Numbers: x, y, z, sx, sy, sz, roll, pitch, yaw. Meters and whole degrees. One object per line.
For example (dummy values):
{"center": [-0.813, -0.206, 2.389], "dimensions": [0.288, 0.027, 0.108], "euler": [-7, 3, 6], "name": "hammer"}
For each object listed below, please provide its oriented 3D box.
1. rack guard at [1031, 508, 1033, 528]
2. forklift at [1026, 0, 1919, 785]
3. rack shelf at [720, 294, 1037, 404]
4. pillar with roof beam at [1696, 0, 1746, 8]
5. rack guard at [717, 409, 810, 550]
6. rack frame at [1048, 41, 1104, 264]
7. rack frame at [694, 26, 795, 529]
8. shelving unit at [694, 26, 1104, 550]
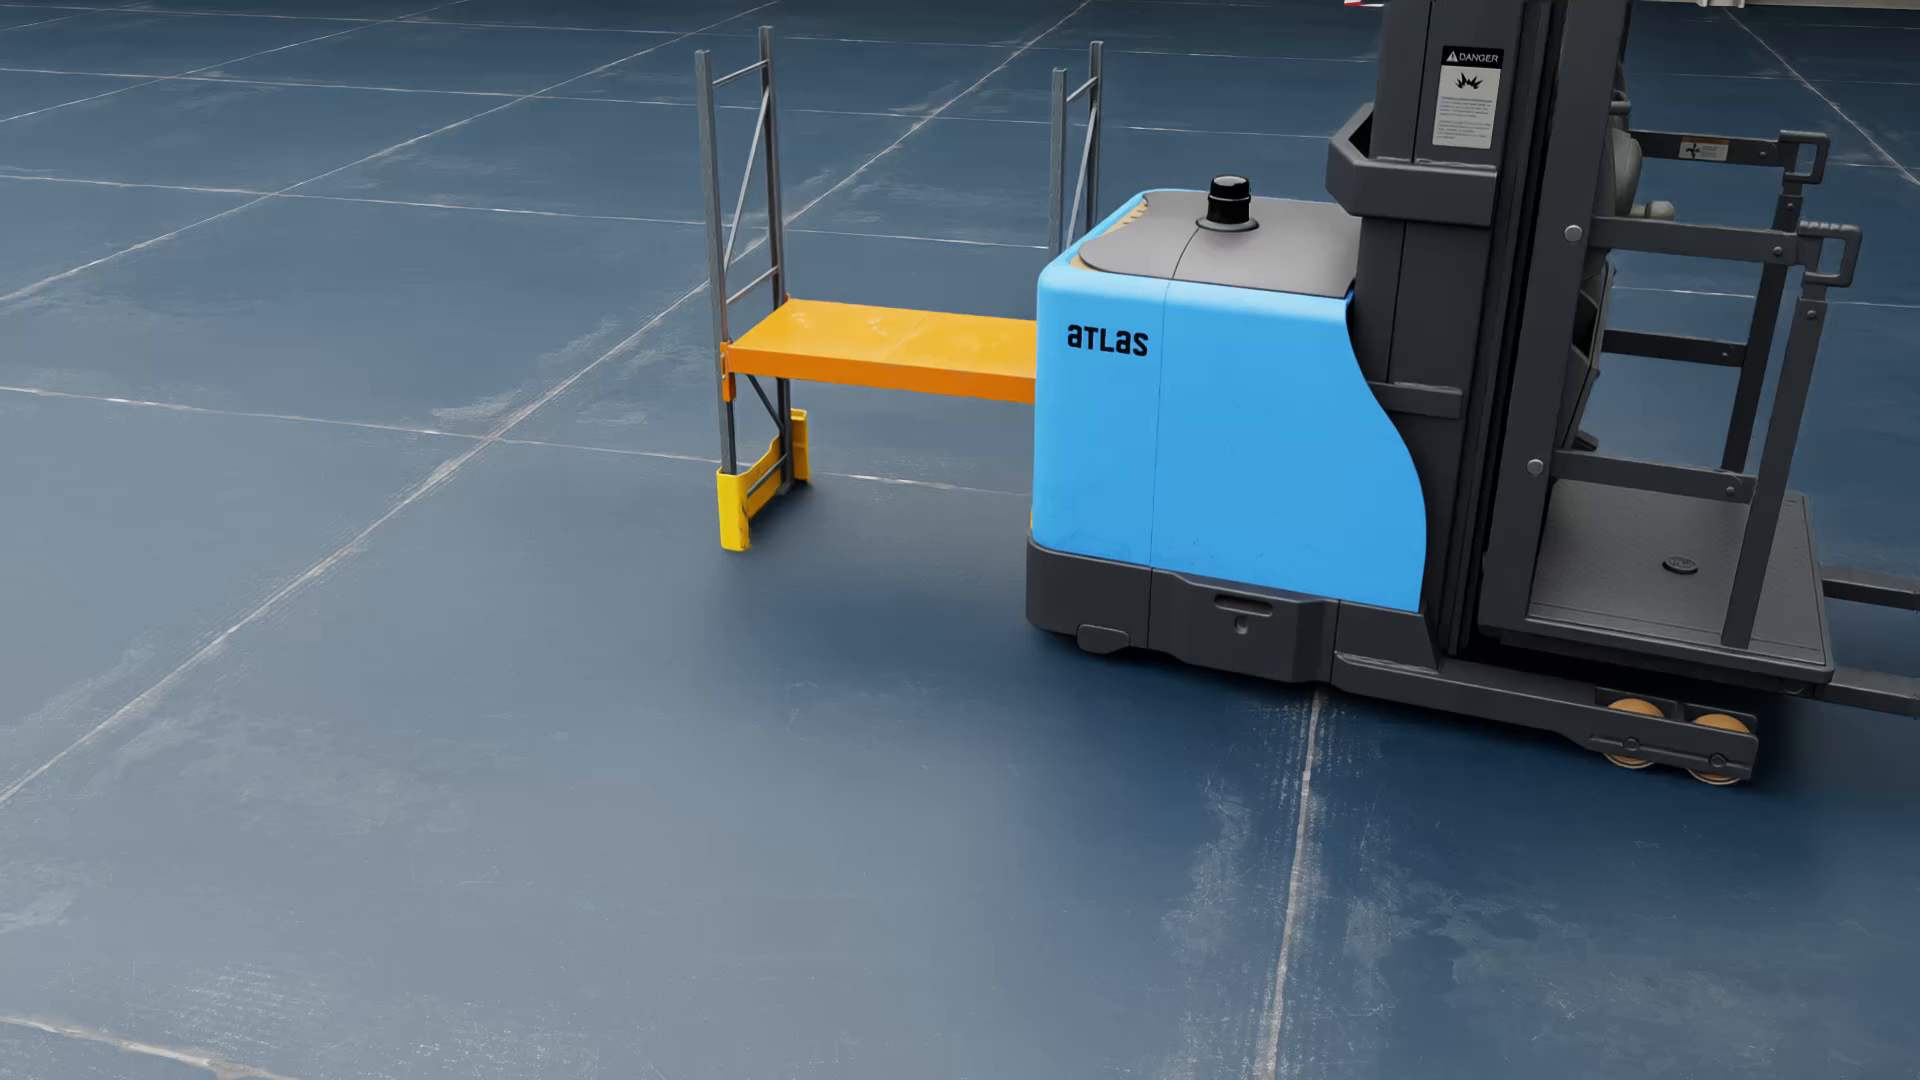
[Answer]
{"center": [0.325, -0.083, 5.133], "dimensions": [0.087, 0.250, 0.587], "euler": [7, 26, 15], "name": "rack guard"}
{"center": [1.752, -0.992, 3.924], "dimensions": [3.031, 2.935, 1.130], "euler": [10, 27, 20], "name": "forklift"}
{"center": [-0.161, -0.547, 5.072], "dimensions": [1.000, 0.185, 0.538], "euler": [7, 26, 15], "name": "rack shelf"}
{"center": [6.332, -7.485, 10.503], "dimensions": [0.400, 9.000, 9.100], "euler": [6, 26, 13], "name": "pillar with roof beam"}
{"center": [-0.630, -0.205, 5.389], "dimensions": [0.087, 0.250, 0.587], "euler": [7, 26, 15], "name": "rack guard"}
{"center": [0.326, -0.647, 4.864], "dimensions": [0.032, 1.500, 0.500], "euler": [7, 26, 15], "name": "rack frame"}
{"center": [-0.648, -0.771, 5.125], "dimensions": [0.032, 1.500, 0.500], "euler": [7, 26, 15], "name": "rack frame"}
{"center": [-0.152, -0.708, 4.992], "dimensions": [1.083, 1.500, 0.587], "euler": [7, 26, 15], "name": "shelving unit"}
